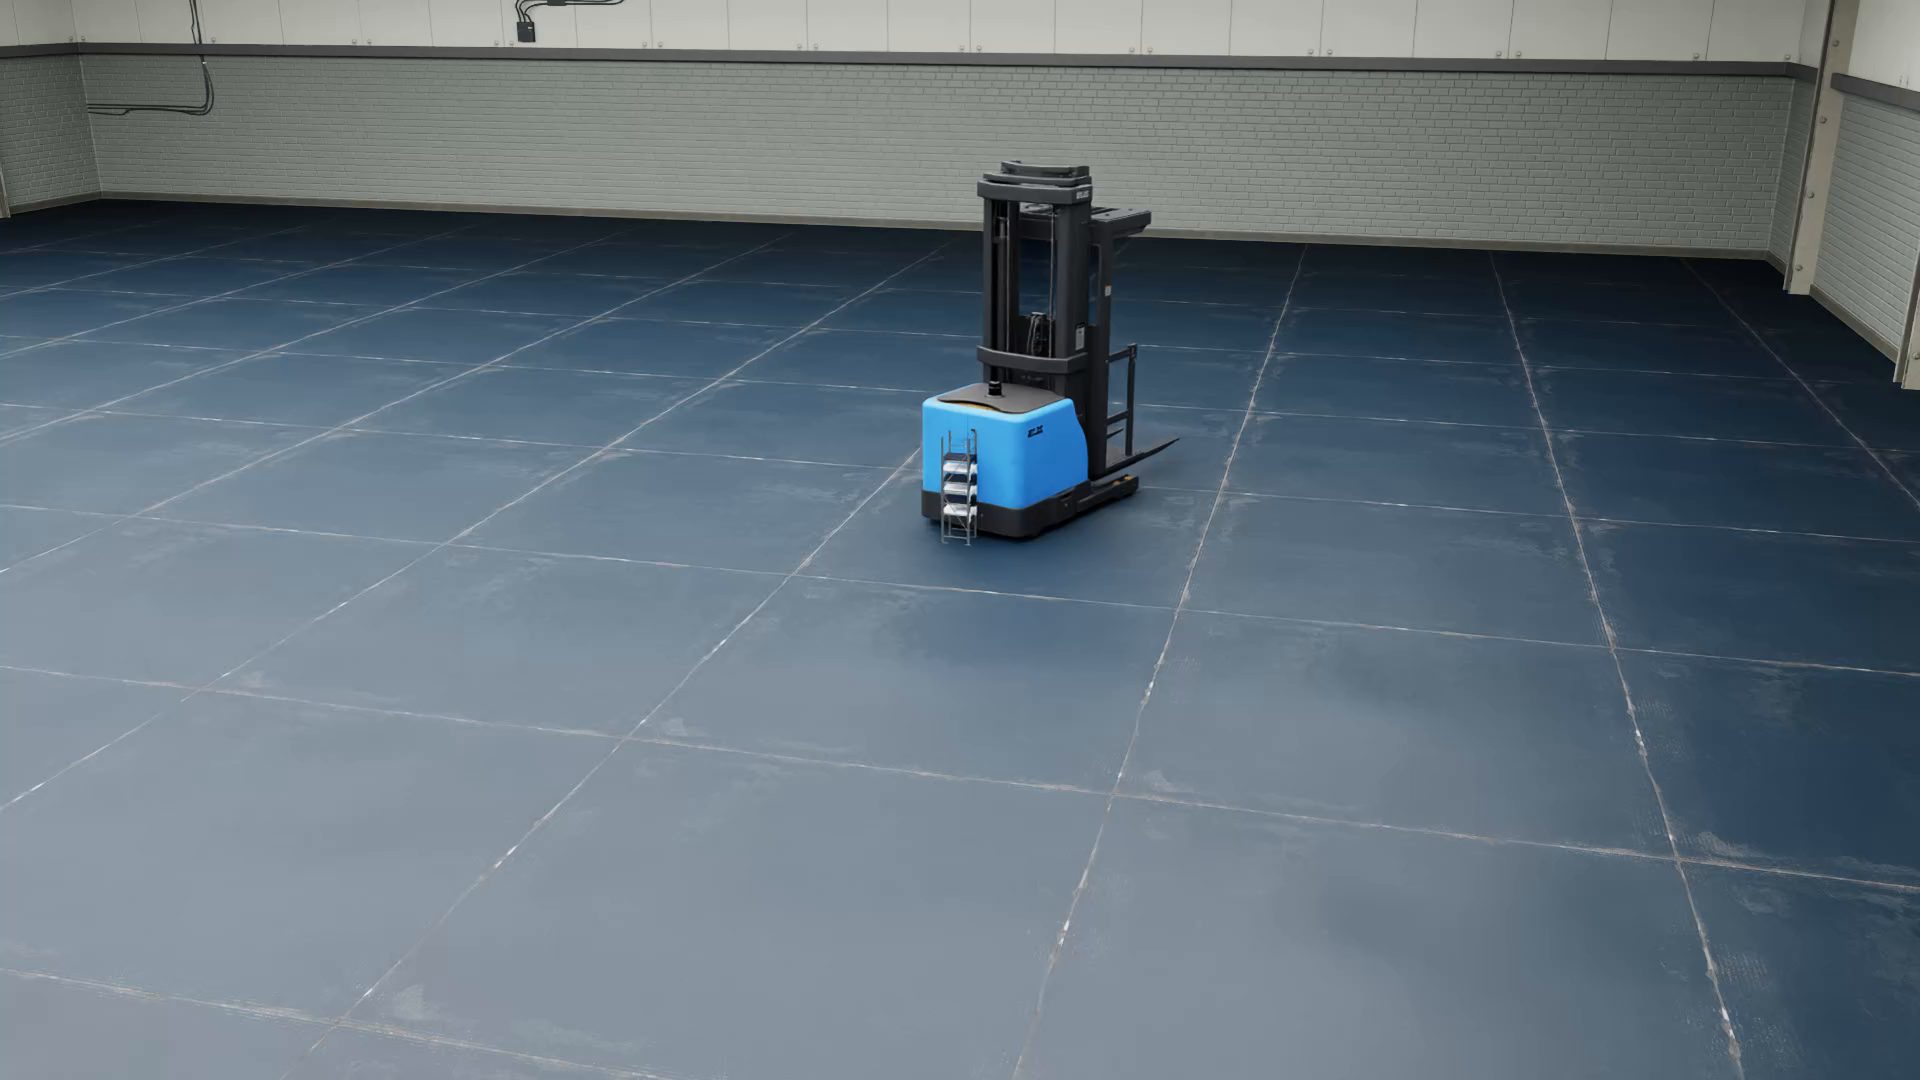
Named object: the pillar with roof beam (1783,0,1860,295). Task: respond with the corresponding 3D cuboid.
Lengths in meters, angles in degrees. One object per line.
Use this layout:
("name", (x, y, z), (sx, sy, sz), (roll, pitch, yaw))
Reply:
("pillar with roof beam", (8.060, -8.225, 23.845), (9.100, 9.000, 0.400), (5, 19, 13))

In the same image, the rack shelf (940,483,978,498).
("rack shelf", (-0.007, -0.390, 13.540), (0.258, 0.077, 0.200), (6, 20, 16))

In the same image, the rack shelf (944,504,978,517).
("rack shelf", (-0.007, -0.220, 13.599), (0.258, 0.077, 0.200), (6, 20, 16))

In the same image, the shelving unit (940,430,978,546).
("shelving unit", (-0.007, -0.422, 13.530), (0.258, 0.900, 0.210), (6, 20, 16))

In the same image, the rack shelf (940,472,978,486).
("rack shelf", (-0.007, -0.475, 13.511), (0.258, 0.077, 0.200), (6, 20, 16))

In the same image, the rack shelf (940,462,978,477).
("rack shelf", (-0.007, -0.560, 13.482), (0.258, 0.077, 0.200), (6, 20, 16))

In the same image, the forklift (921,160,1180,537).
("forklift", (0.943, -1.824, 14.492), (1.130, 2.935, 3.031), (13, 23, 34))

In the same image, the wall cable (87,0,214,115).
("wall cable", (-16.308, -9.722, 33.032), (3.097, 2.526, 0.112), (5, 19, 13))

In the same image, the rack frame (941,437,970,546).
("rack frame", (-0.037, -0.390, 13.438), (0.240, 0.900, 0.006), (6, 20, 16))

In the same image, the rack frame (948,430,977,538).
("rack frame", (0.022, -0.453, 13.622), (0.240, 0.900, 0.006), (6, 20, 16))

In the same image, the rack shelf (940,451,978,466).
("rack shelf", (-0.007, -0.646, 13.453), (0.258, 0.077, 0.200), (6, 20, 16))

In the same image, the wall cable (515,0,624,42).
("wall cable", (-7.107, -12.046, 29.771), (2.305, 6.003, 0.169), (5, 19, 13))

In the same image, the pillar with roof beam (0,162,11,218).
("pillar with roof beam", (-14.136, -10.032, 29.137), (9.100, 9.000, 0.400), (5, 19, 13))

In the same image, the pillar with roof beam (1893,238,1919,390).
("pillar with roof beam", (6.594, -6.344, 18.339), (9.100, 9.000, 0.400), (5, 19, 13))

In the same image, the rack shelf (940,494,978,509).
("rack shelf", (-0.007, -0.305, 13.570), (0.258, 0.077, 0.200), (6, 20, 16))
